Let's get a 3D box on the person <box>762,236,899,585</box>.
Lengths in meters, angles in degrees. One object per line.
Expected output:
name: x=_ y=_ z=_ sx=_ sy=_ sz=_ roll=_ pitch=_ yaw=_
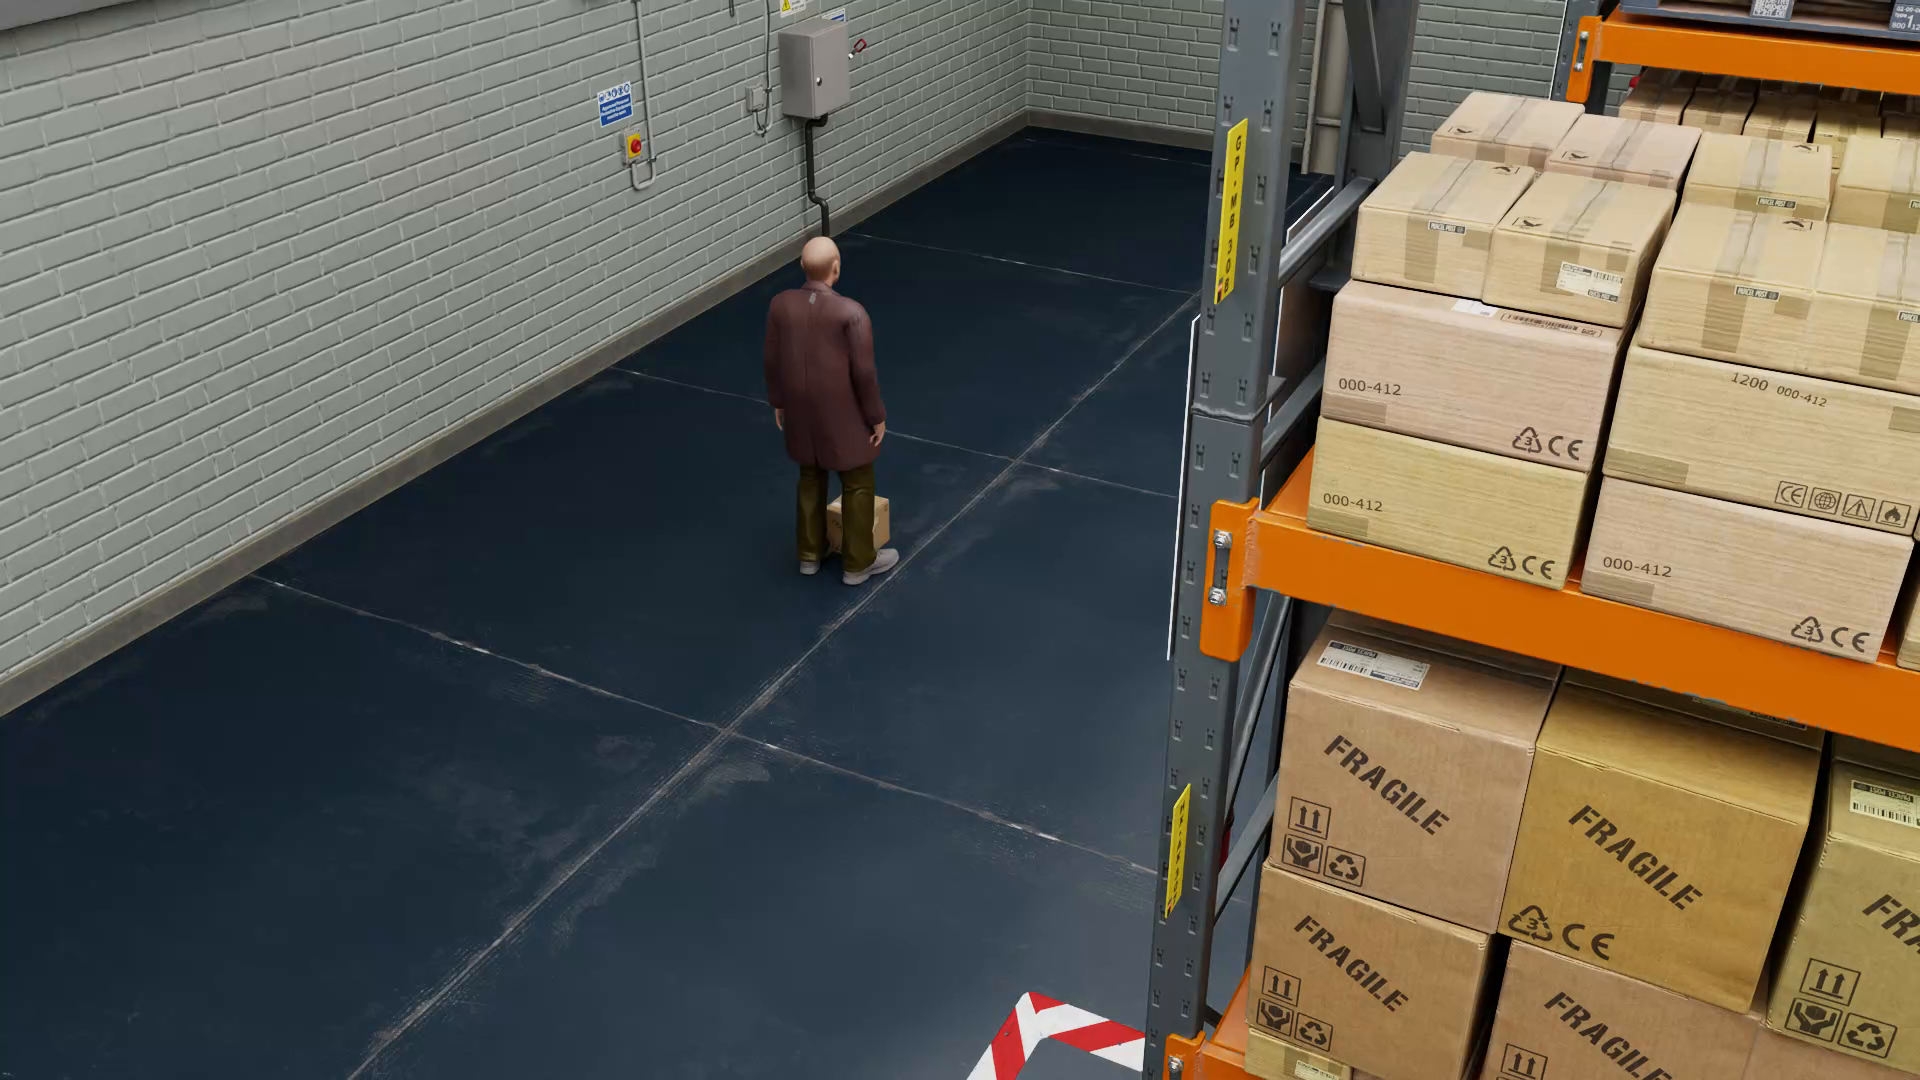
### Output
person: x=-0.659 y=-0.634 z=8.260 sx=0.644 sy=1.772 sz=0.429 roll=13 pitch=32 yaw=21
